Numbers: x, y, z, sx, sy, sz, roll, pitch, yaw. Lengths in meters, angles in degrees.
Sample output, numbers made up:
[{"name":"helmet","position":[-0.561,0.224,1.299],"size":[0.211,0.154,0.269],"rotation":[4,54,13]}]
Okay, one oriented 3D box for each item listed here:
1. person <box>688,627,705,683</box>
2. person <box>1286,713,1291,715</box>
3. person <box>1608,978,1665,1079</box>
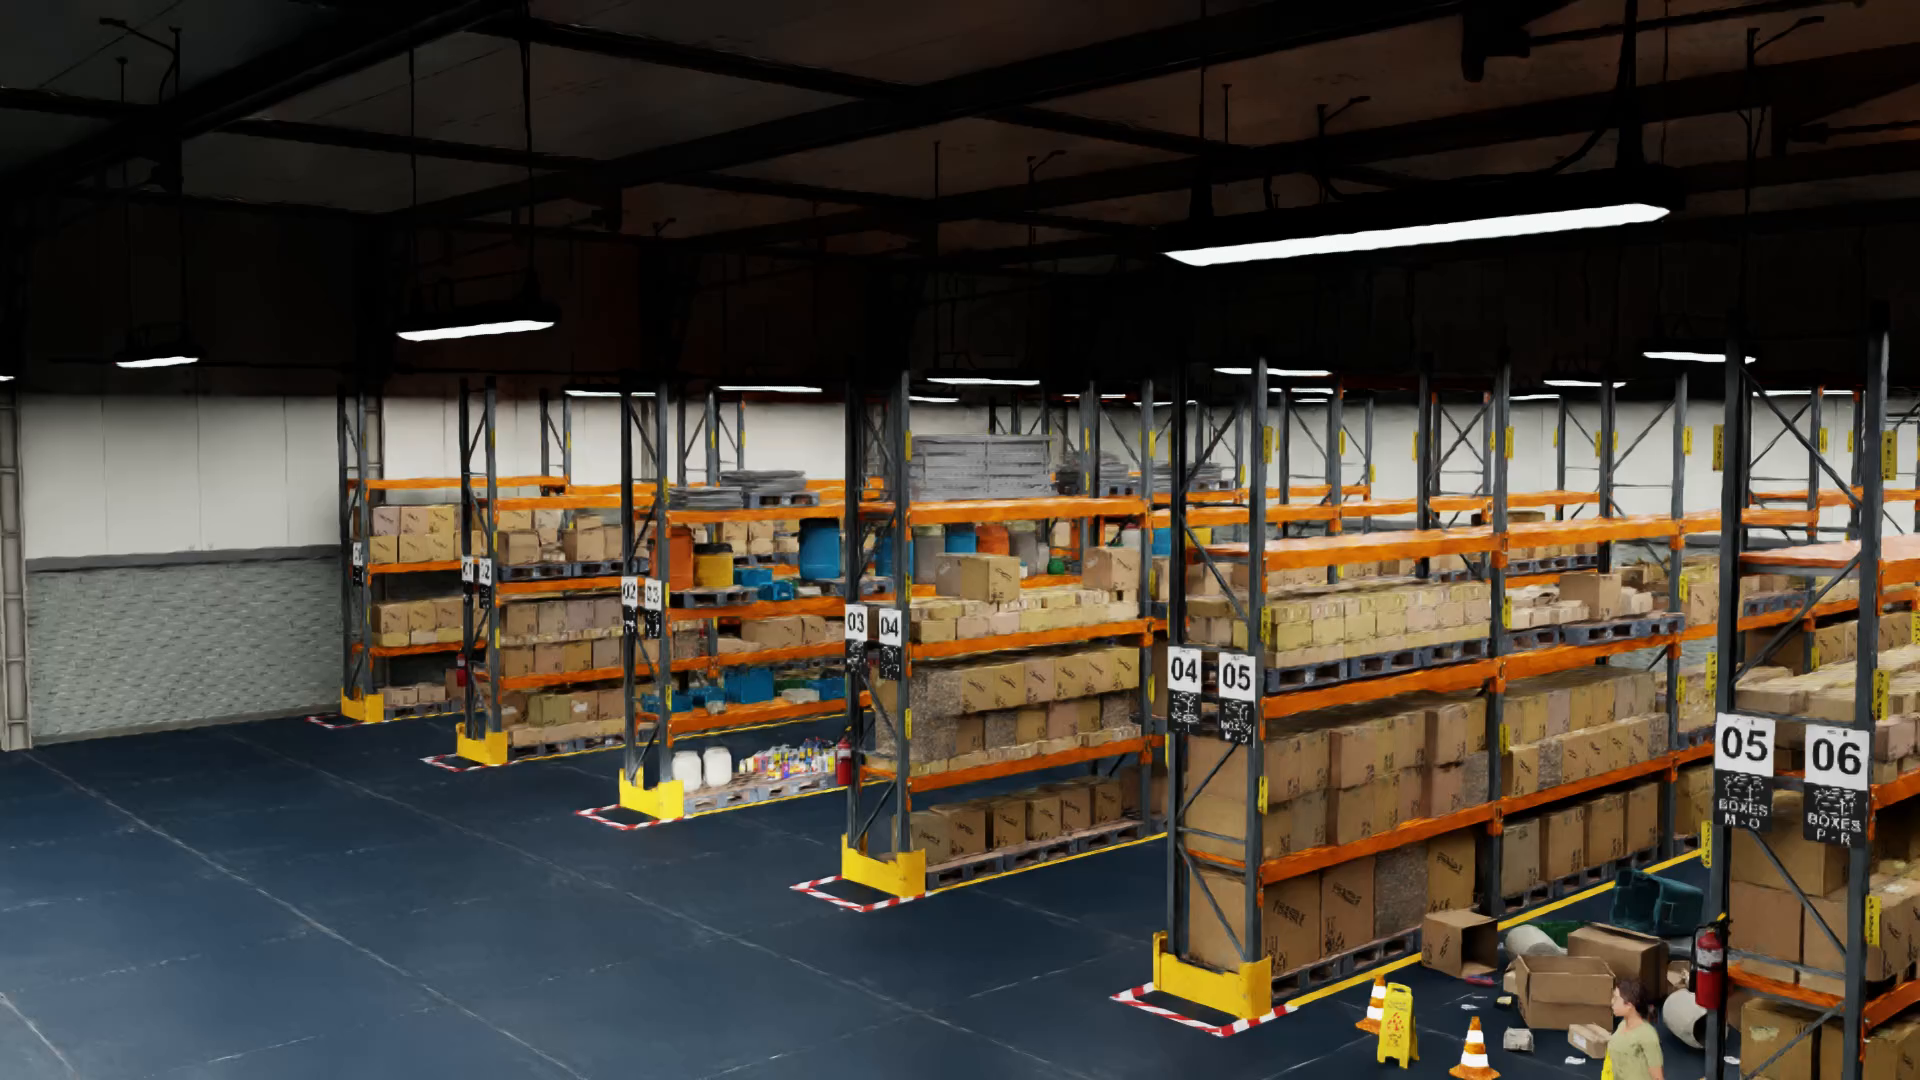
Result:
[{"name":"person","position":[-5.220,2.172,32.769],"size":[0.661,1.691,0.701],"rotation":[3,5,40]},{"name":"person","position":[4.143,2.941,20.601],"size":[0.607,1.699,1.170],"rotation":[3,5,39]},{"name":"person","position":[4.413,3.641,10.648],"size":[0.567,1.661,0.500],"rotation":[0,4,-4]}]
